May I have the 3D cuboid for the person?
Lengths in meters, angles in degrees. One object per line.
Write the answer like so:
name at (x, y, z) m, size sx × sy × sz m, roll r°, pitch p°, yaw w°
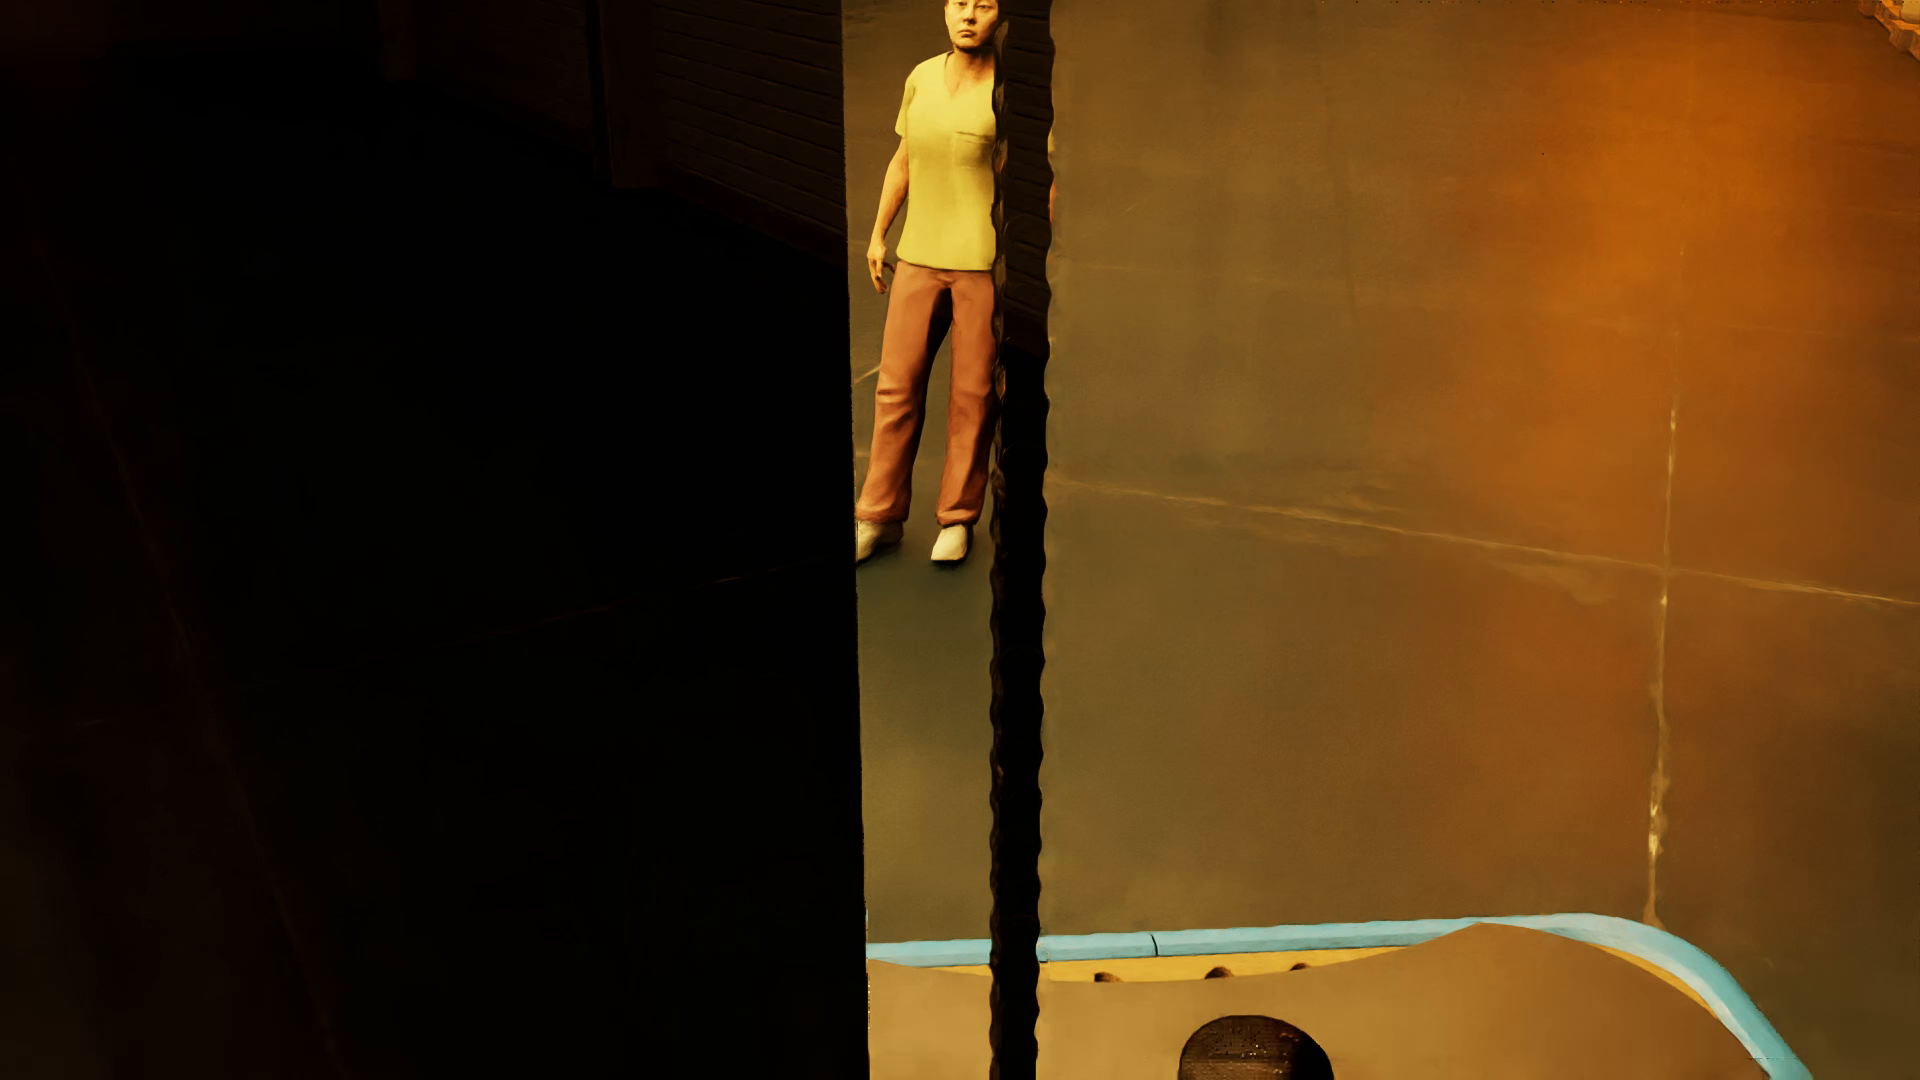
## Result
person at (-0.039, -0.756, 4.708) m, size 0.553 × 1.675 × 0.549 m, roll 9°, pitch 24°, yaw 21°
